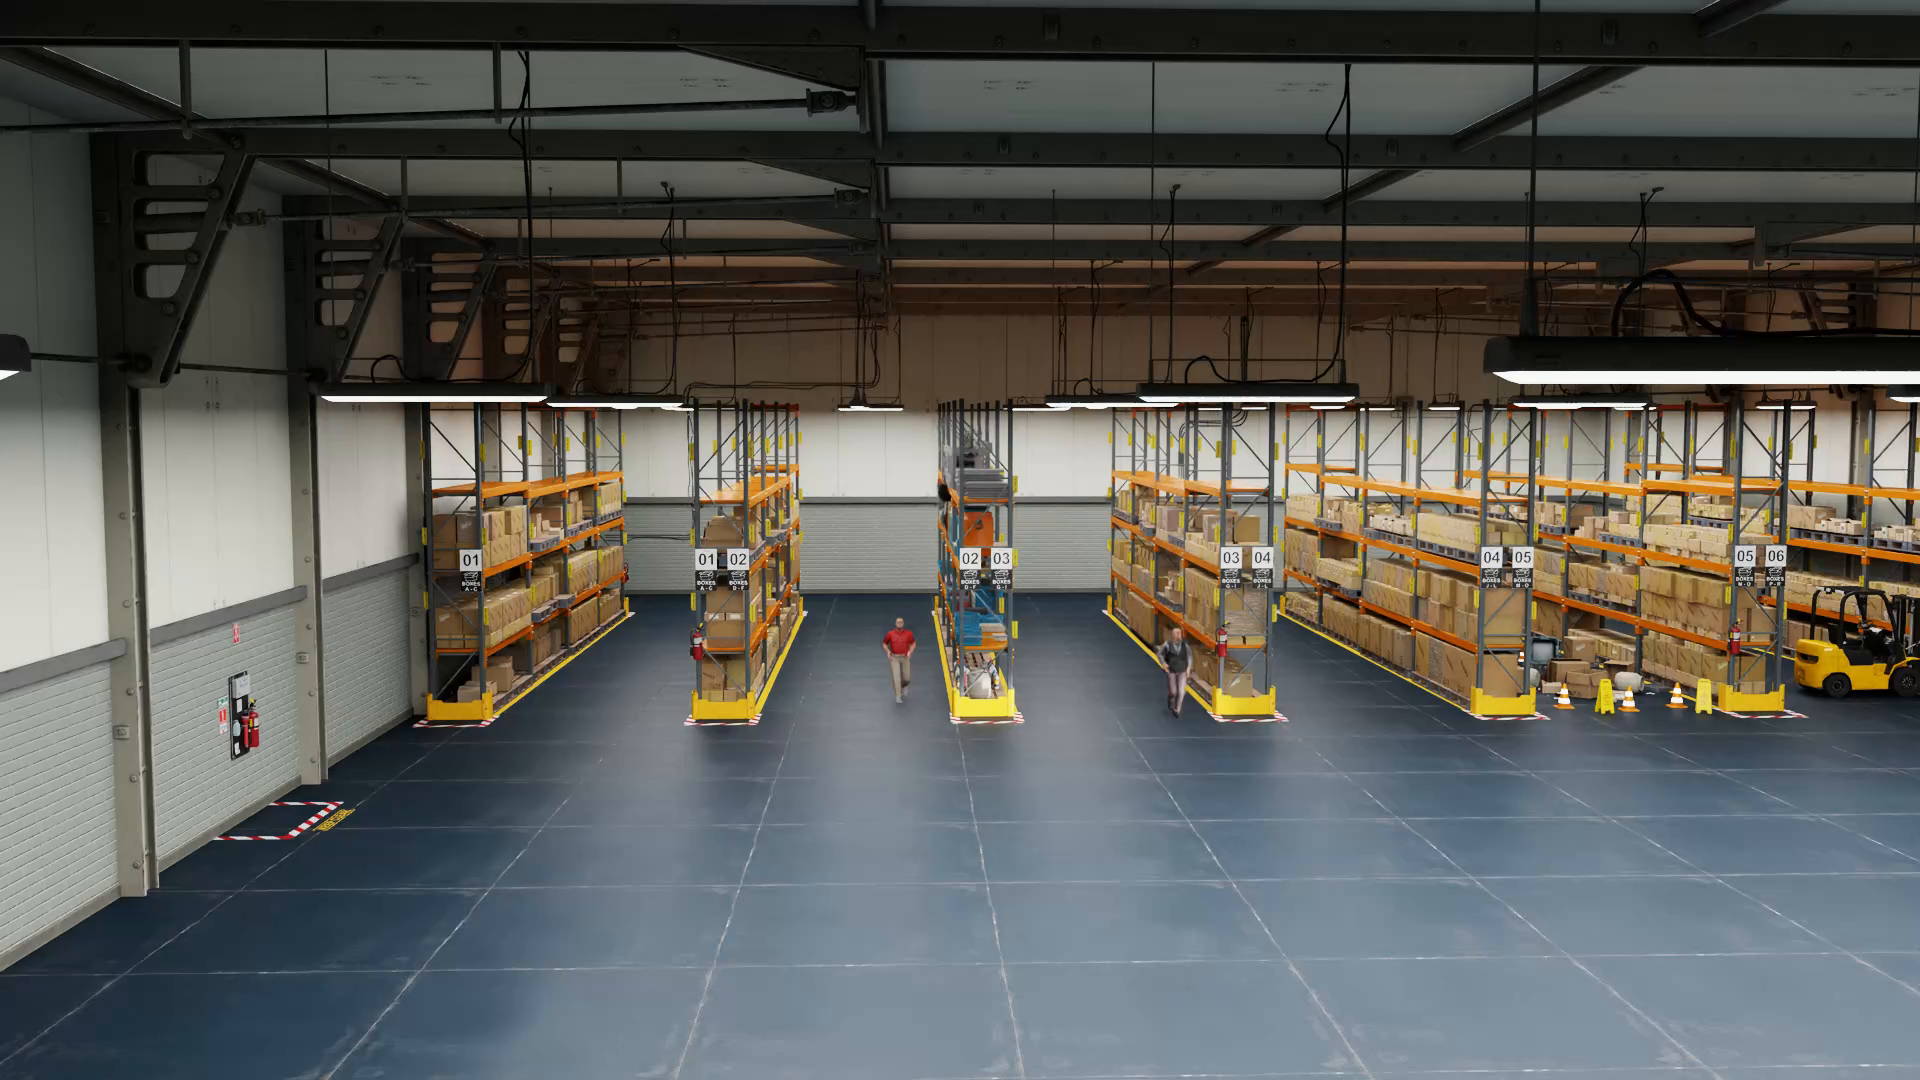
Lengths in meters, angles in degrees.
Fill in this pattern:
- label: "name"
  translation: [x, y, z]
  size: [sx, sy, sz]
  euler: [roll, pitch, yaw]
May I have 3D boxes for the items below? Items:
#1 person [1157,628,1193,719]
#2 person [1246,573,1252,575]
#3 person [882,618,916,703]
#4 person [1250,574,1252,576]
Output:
- label: "person"
  translation: [4.076, 2.510, 31.402]
  size: [0.691, 1.691, 0.537]
  euler: [0, 4, -4]
- label: "person"
  translation: [7.999, 1.304, 46.965]
  size: [0.760, 1.745, 0.757]
  euler: [1, 4, 12]
- label: "person"
  translation: [-1.206, 2.374, 33.055]
  size: [0.664, 1.673, 0.645]
  euler: [0, 4, -6]
- label: "person"
  translation: [8.106, 1.381, 47.934]
  size: [0.659, 1.459, 0.604]
  euler: [3, 5, 37]
